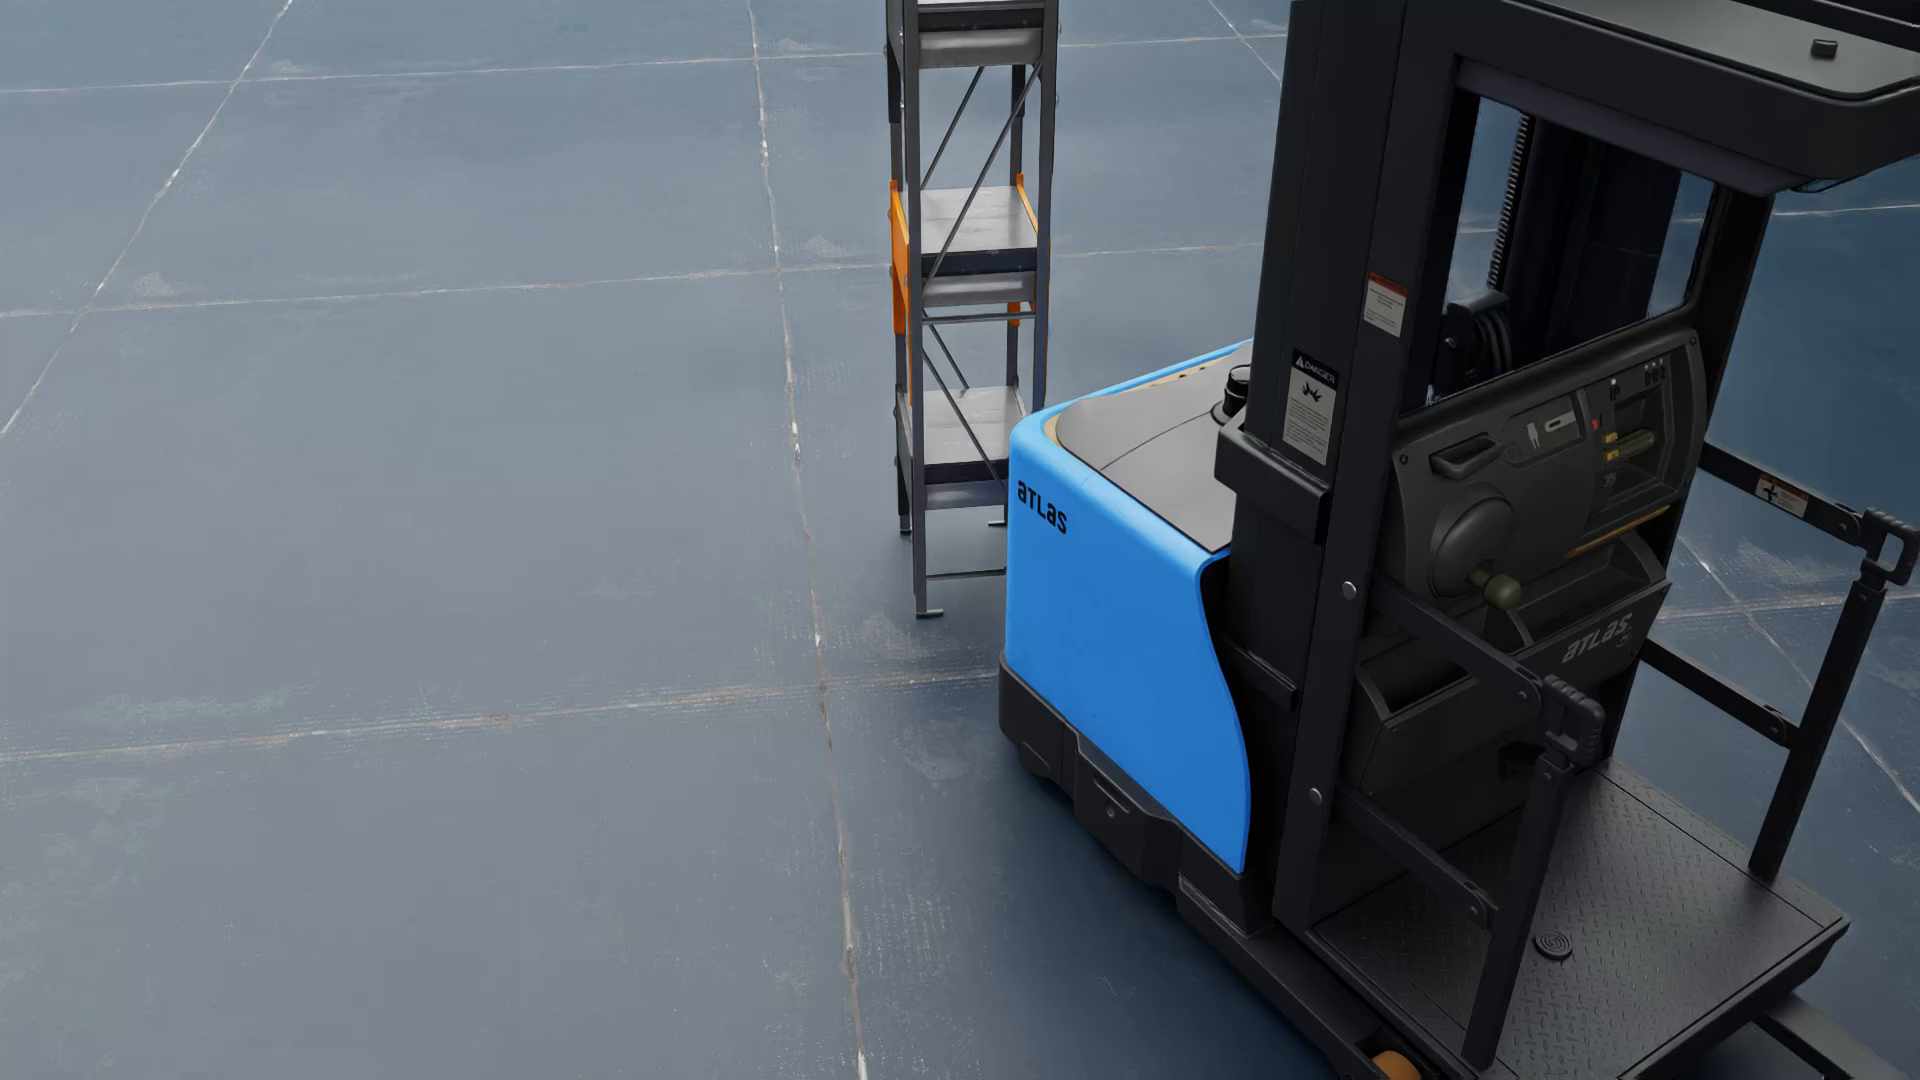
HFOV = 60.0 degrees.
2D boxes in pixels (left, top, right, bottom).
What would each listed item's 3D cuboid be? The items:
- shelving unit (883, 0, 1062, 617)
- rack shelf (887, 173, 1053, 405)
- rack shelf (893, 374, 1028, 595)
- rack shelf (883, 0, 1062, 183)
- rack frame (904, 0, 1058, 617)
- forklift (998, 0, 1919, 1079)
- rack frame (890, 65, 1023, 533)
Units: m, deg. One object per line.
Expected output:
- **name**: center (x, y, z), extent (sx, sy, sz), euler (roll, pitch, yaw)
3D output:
- **shelving unit**: center (0.022, -0.775, 5.023), extent (0.431, 2.100, 0.503), euler (-4, 35, -6)
- **rack shelf**: center (0.022, -0.764, 5.031), extent (0.431, 0.518, 0.480), euler (-4, 35, -6)
- **rack shelf**: center (0.022, -0.186, 5.425), extent (0.431, 0.518, 0.480), euler (-4, 35, -6)
- **rack shelf**: center (0.022, -1.342, 4.637), extent (0.431, 0.518, 0.480), euler (-4, 35, -6)
- **rack frame**: center (0.055, -0.639, 4.823), extent (0.400, 2.100, 0.015), euler (-4, 35, -6)
- **forklift**: center (1.349, -0.095, 3.287), extent (1.130, 2.935, 3.031), euler (-21, 39, -27)
- **rack frame**: center (-0.011, -0.911, 5.223), extent (0.400, 2.100, 0.015), euler (-4, 35, -6)
